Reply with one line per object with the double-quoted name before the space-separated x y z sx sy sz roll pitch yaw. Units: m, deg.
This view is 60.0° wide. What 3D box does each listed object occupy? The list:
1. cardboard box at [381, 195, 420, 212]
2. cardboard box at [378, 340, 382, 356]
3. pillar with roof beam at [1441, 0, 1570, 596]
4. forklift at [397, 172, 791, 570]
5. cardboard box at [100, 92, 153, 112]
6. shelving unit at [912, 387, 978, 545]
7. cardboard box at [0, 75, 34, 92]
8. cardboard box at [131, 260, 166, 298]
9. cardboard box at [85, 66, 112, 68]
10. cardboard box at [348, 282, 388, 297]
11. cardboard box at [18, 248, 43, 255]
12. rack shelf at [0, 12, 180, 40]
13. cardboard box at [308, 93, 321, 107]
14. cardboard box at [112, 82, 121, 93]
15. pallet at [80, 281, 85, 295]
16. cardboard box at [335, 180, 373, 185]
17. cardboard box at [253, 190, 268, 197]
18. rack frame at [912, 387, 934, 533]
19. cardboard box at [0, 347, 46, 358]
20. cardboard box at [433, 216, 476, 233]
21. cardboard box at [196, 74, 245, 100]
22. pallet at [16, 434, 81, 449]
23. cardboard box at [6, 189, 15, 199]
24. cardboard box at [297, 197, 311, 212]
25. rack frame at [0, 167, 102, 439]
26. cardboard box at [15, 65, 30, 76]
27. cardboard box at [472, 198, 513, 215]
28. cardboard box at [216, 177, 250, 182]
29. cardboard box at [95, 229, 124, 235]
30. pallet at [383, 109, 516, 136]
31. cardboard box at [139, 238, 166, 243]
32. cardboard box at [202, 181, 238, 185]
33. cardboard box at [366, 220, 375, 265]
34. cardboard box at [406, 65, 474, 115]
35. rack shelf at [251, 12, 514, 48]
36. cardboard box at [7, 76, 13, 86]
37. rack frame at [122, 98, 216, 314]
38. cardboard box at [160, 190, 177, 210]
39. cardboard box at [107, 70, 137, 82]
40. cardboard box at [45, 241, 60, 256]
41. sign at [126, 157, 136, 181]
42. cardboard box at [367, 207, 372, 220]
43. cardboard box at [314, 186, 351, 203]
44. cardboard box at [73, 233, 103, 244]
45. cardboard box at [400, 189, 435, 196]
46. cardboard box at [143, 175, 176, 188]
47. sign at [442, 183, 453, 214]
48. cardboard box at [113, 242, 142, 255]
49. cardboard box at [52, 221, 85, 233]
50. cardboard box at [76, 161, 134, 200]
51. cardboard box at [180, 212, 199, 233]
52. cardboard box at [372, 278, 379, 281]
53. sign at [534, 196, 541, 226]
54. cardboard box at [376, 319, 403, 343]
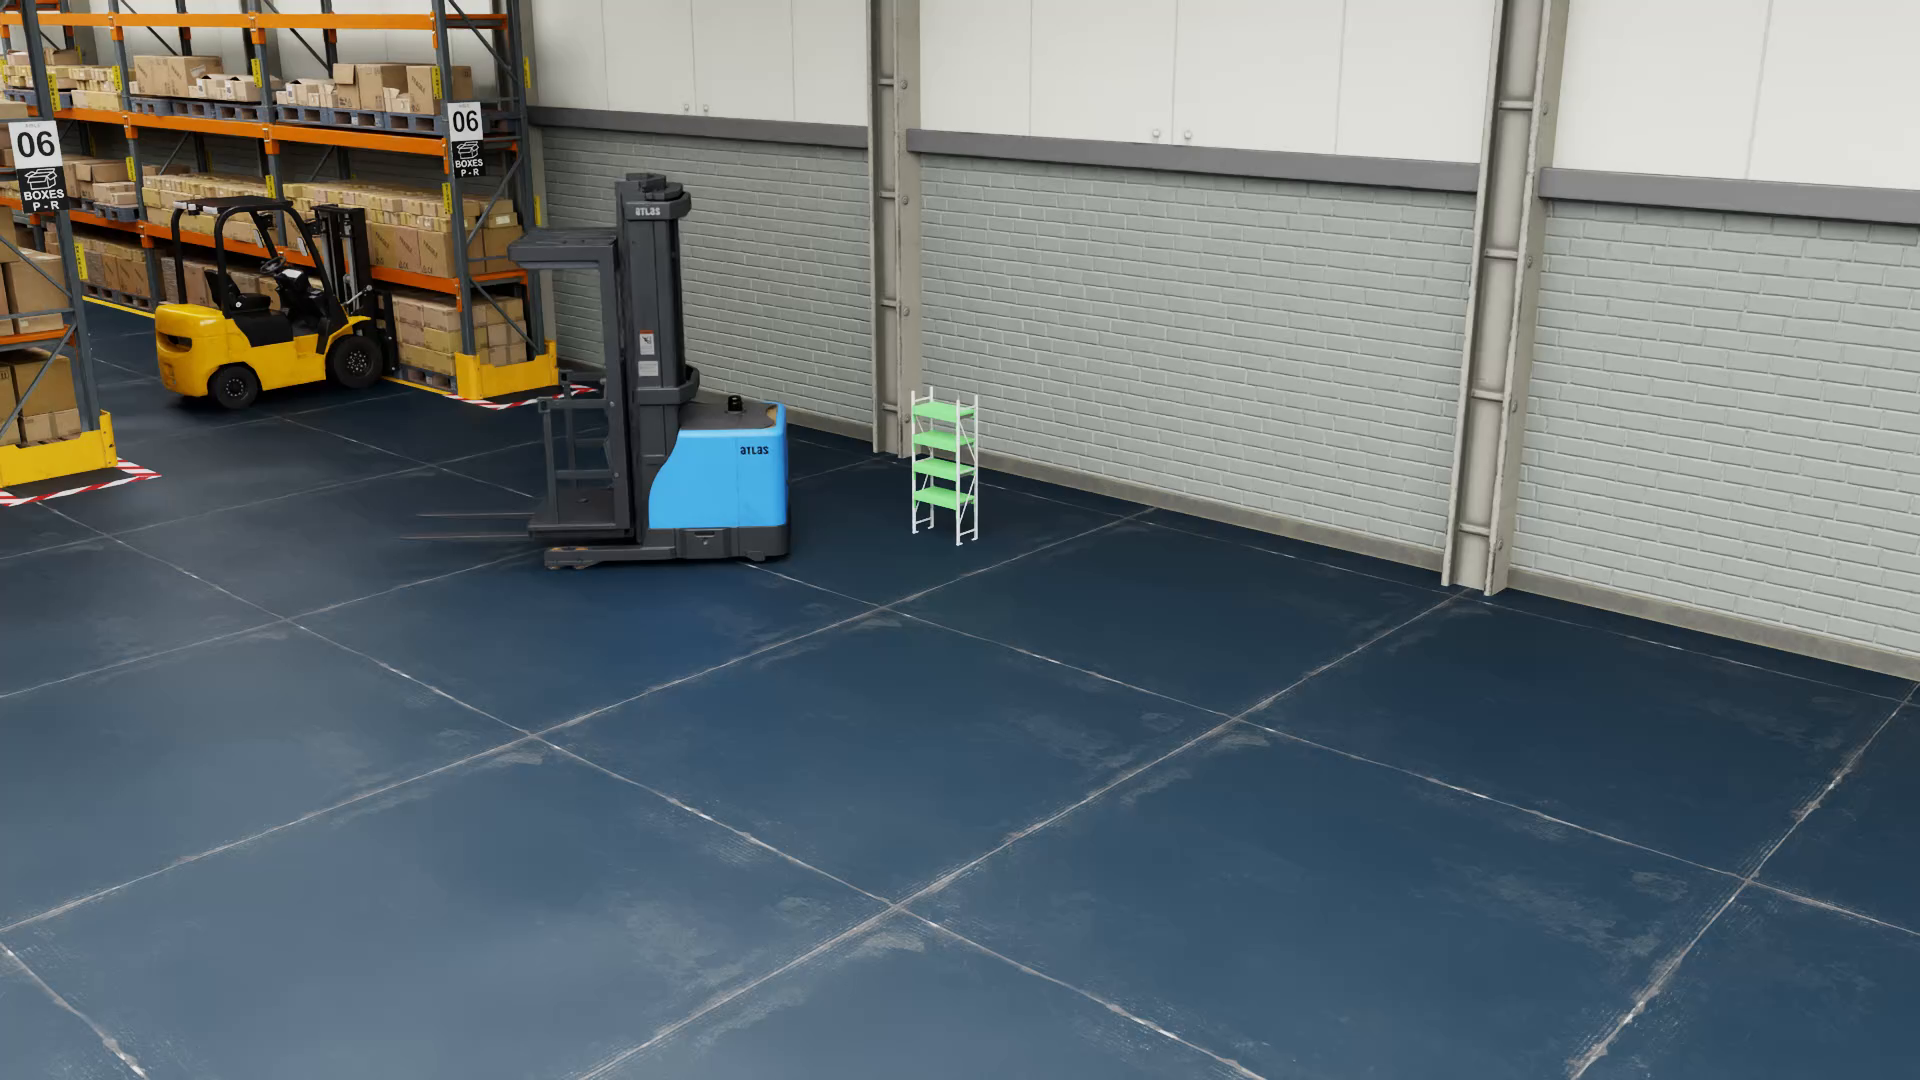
"cardboard box" -6.407 -3.860 19.086 0.250 0.149 0.380 16 23 41
"cardboard box" -6.873 -2.370 19.973 0.500 0.250 0.500 16 24 41
"pillar with roof beam" 1.021 -2.974 8.106 0.400 9.000 9.100 15 23 39
"forklift" -2.889 -1.333 12.967 3.031 2.935 1.130 -1 18 -4
"cardboard box" -11.703 -6.167 23.373 0.500 0.250 0.500 14 22 37
"shelving unit" -0.124 -0.605 13.535 0.503 1.200 0.258 15 23 39
"cardboard box" -14.677 -7.104 25.834 0.500 0.250 0.500 15 23 39
"cardboard box" -11.617 -3.805 24.081 0.500 0.500 0.500 16 24 41
"cardboard box" -12.678 -6.926 24.581 0.250 0.149 0.380 16 23 41
"cardboard box" -7.257 -2.953 20.156 0.500 0.250 0.500 16 24 41
"cardboard box" -9.026 -2.481 15.813 0.500 0.500 0.500 16 24 41
"rack shelf" -12.654 -7.488 24.180 4.000 0.370 1.077 15 23 39
"cardboard box" -7.457 -5.202 19.641 0.250 0.149 0.380 16 24 41
"cardboard box" -11.583 -6.325 23.214 0.250 0.149 0.380 16 23 40
"pallet" -13.516 -4.080 26.117 1.213 0.211 1.003 15 23 39
"cardboard box" -7.567 -4.400 20.789 0.250 0.149 0.380 14 23 38
"cardboard box" -8.774 -4.380 21.217 0.250 0.149 0.380 15 23 38
"rack frame" -0.306 -0.654 13.689 0.015 1.200 0.240 15 23 39
"cardboard box" -9.298 -1.610 16.339 0.500 0.500 0.500 14 22 37
"cardboard box" -5.620 -3.517 18.498 0.250 0.149 0.380 15 23 40
"cardboard box" -9.444 -5.837 21.373 0.500 0.311 0.500 14 22 37
"pallet" -9.108 -0.888 16.059 1.213 0.211 1.003 15 23 39
"cardboard box" -14.976 -5.545 26.539 0.250 0.149 0.380 16 23 41
"cardboard box" -7.908 -4.139 20.457 0.250 0.149 0.380 16 23 41
"rack frame" -8.467 -2.030 15.050 0.127 3.000 1.000 15 23 39
"cardboard box" -13.971 -7.066 25.024 0.250 0.149 0.380 16 23 40
"cardboard box" -5.284 -3.768 18.798 0.250 0.149 0.380 14 23 38
"cardboard box" -9.984 -4.901 22.858 0.250 0.149 0.380 15 23 39
"cardboard box" -13.296 -4.774 26.062 0.250 0.149 0.380 15 23 40
"pallet" -5.686 -4.689 18.617 1.213 0.211 1.003 15 23 39
"cardboard box" -12.131 -4.462 25.077 0.250 0.149 0.380 14 23 38
"cardboard box" -9.884 -4.699 22.223 0.250 0.149 0.380 15 23 39
"cardboard box" -6.866 -3.549 19.669 0.500 0.500 0.500 15 23 40
"cardboard box" -5.667 -4.913 18.150 0.500 0.500 0.500 16 24 41
"rack shelf" -6.670 -5.882 19.118 4.000 0.370 1.077 15 23 39
"cardboard box" -14.190 -6.971 25.216 0.250 0.149 0.380 15 23 40
"rack frame" -11.158 -4.760 23.653 0.127 3.000 1.000 15 23 39
"cardboard box" -10.615 -4.682 22.827 0.500 0.250 0.500 16 24 41
"cardboard box" -11.612 -6.452 23.123 0.250 0.149 0.380 16 24 41
"cardboard box" -13.937 -4.424 26.031 0.500 0.500 0.500 16 24 42
"sign" -11.511 -5.150 23.097 0.005 0.325 0.100 15 23 39
"cardboard box" -6.722 -3.840 19.514 0.250 0.149 0.380 15 23 39
"cardboard box" -7.548 -4.168 20.058 0.250 0.149 0.380 16 23 40
"cardboard box" -13.386 -4.610 25.545 0.250 0.149 0.380 15 23 38
"cardboard box" -6.422 -4.085 19.797 0.250 0.149 0.380 15 23 40
"cardboard box" -11.115 -4.987 23.128 0.250 0.149 0.380 16 24 41
"sign" -5.545 -3.699 18.002 0.005 0.325 0.100 15 23 39
"cardboard box" -12.255 -4.294 24.549 0.250 0.149 0.380 16 24 41
"cardboard box" -13.832 -4.850 25.808 0.250 0.149 0.380 14 22 37
"cardboard box" -12.502 -5.296 24.474 0.637 0.503 0.797 14 23 38
"cardboard box" -10.226 -4.341 22.578 0.500 0.250 0.500 14 22 38
"cardboard box" -7.281 -3.170 20.840 0.500 0.250 0.500 15 23 38
"sign" -4.802 -3.729 18.840 0.005 0.325 0.100 15 23 39
"cardboard box" -6.514 -2.511 19.590 0.500 0.250 0.500 14 23 38
